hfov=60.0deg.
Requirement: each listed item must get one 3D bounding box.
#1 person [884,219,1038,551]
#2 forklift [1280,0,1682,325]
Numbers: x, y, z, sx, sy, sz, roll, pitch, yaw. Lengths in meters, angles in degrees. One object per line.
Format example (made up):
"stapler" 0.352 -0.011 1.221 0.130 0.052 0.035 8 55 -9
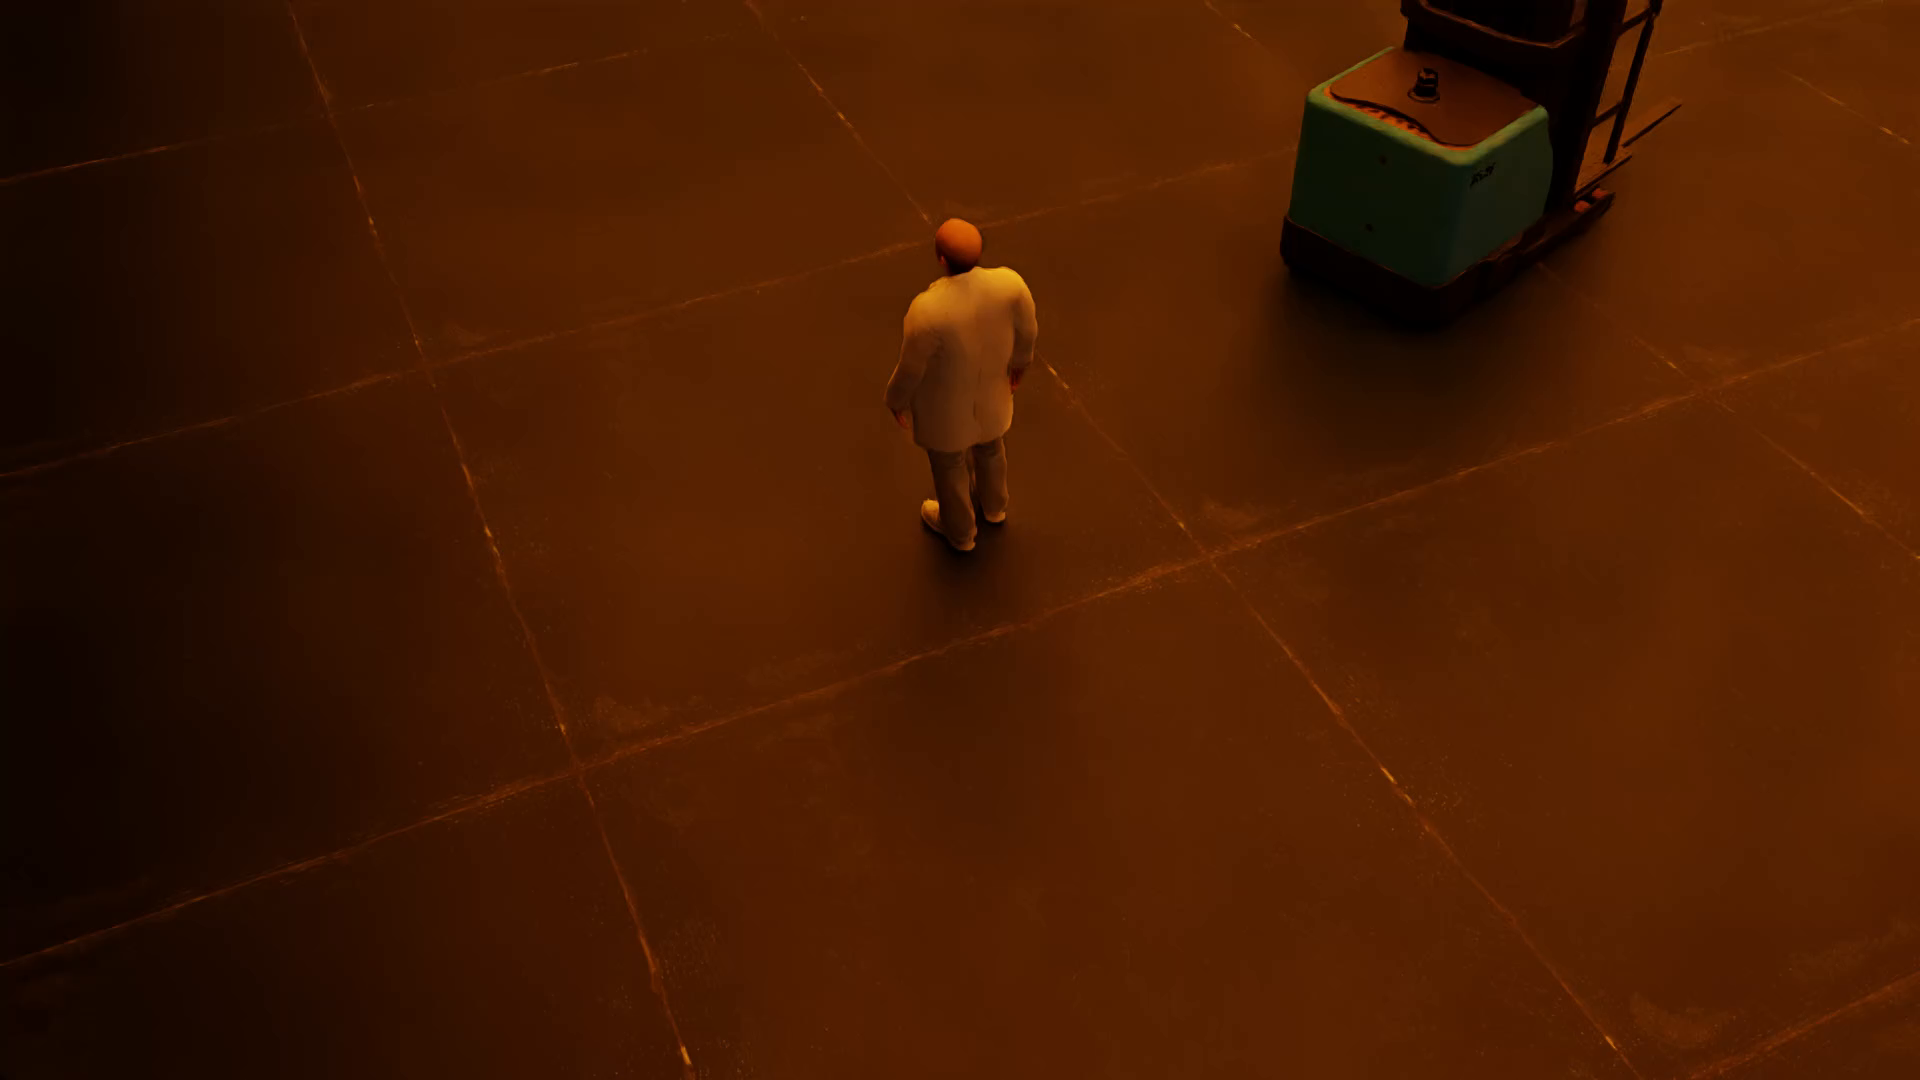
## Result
"person" -0.034 -0.713 7.278 0.694 1.776 0.579 -18 46 -18
"forklift" 3.232 -3.125 9.029 3.031 2.935 1.130 -33 52 -31
